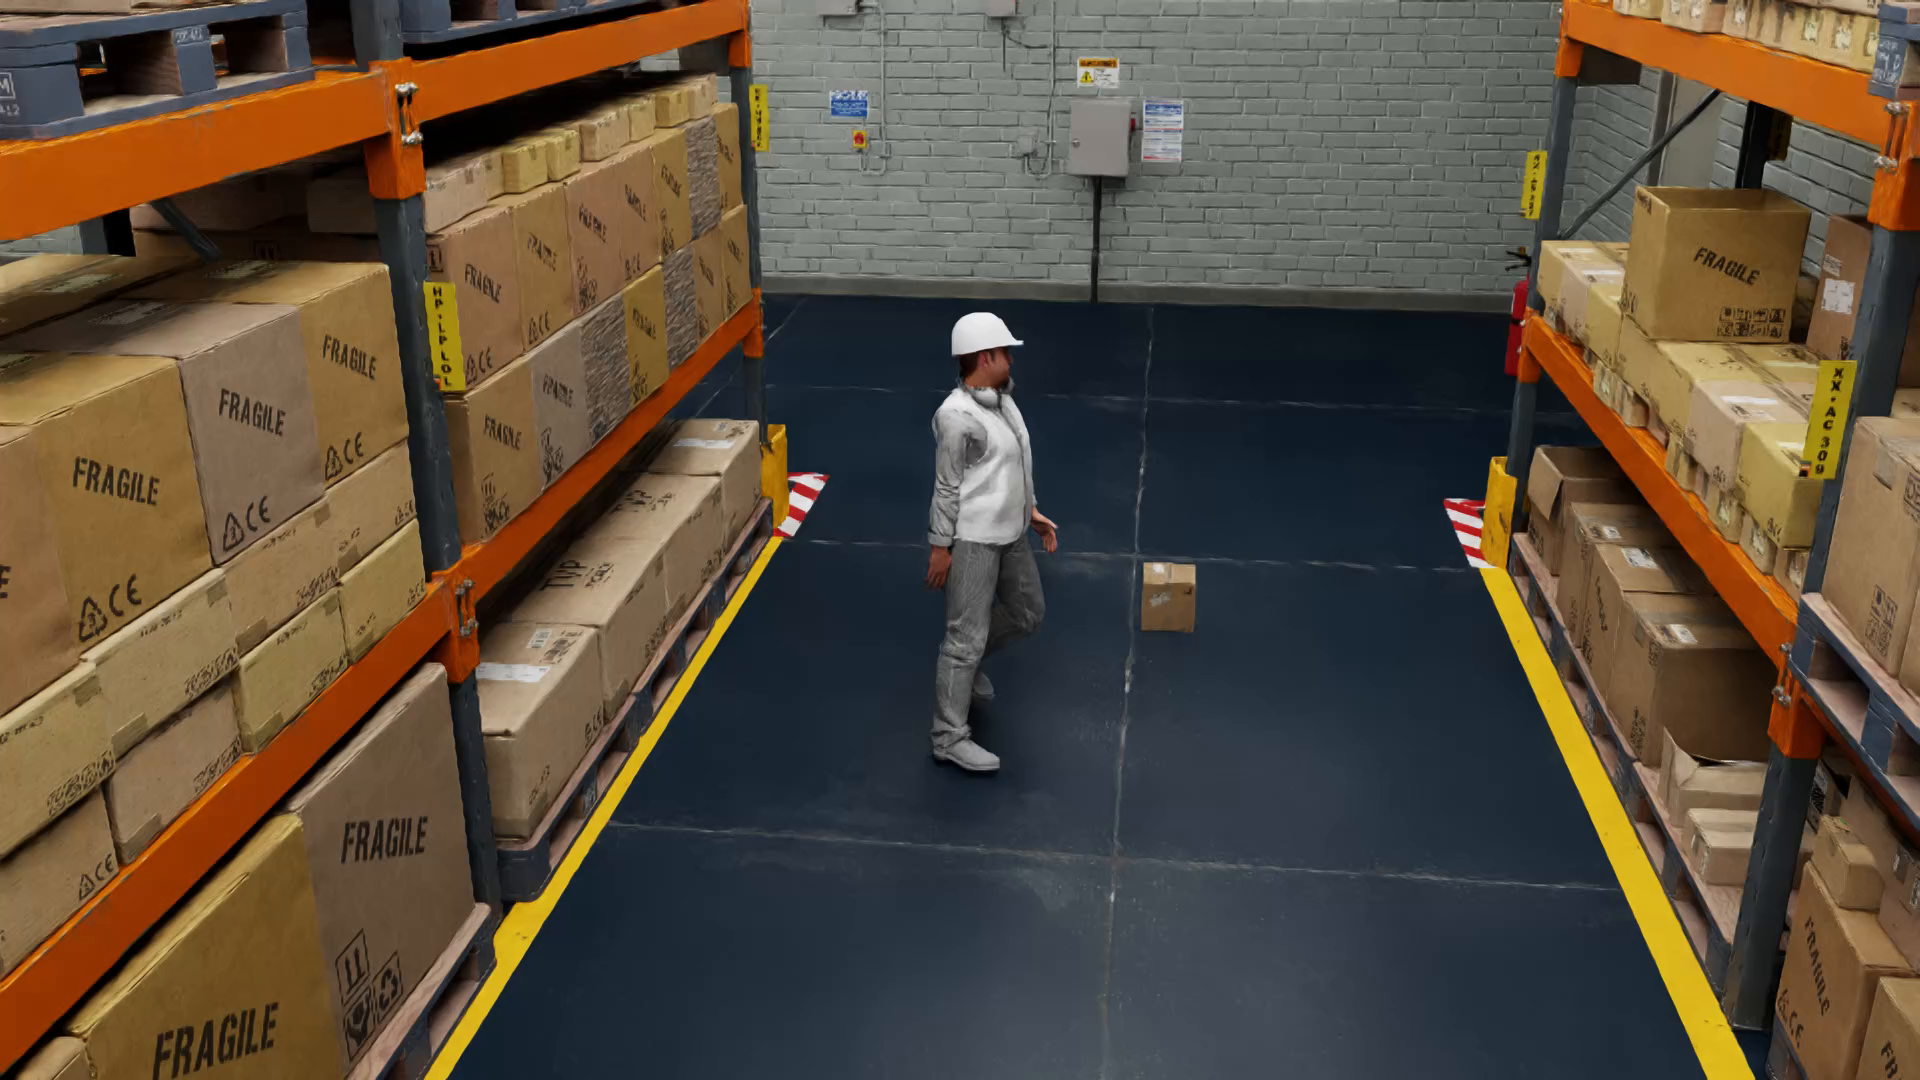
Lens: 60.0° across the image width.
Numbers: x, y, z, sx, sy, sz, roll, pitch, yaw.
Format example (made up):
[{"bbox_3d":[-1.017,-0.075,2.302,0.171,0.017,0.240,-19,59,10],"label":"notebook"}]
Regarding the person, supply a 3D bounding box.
[{"bbox_3d":[0.077,-0.013,6.596,0.534,1.751,0.682,8,22,19],"label":"person"}]
